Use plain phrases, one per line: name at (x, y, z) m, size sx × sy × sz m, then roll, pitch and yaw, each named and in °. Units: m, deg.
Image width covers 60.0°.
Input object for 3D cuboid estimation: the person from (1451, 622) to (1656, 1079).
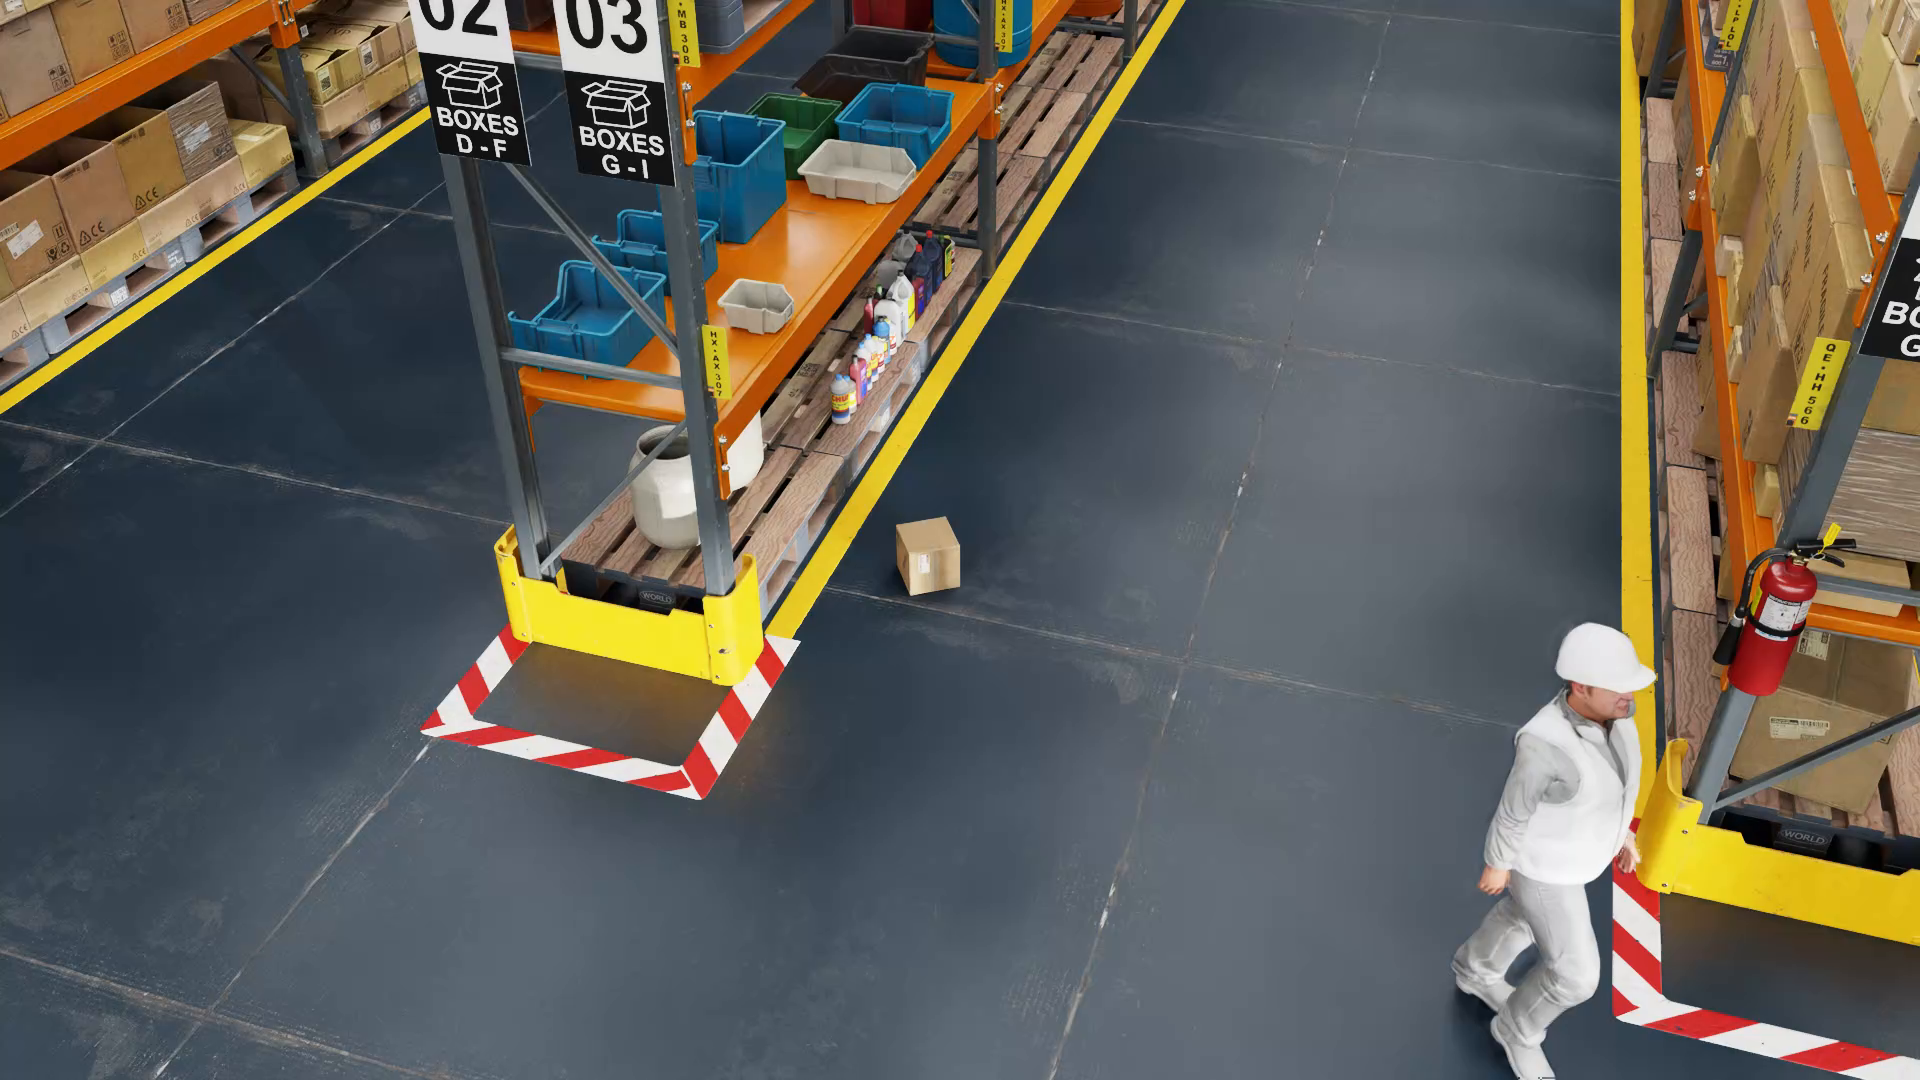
person at (1.990, 1.036, 5.482) m, size 0.529 × 1.808 × 0.525 m, roll 30°, pitch 46°, yaw 33°
